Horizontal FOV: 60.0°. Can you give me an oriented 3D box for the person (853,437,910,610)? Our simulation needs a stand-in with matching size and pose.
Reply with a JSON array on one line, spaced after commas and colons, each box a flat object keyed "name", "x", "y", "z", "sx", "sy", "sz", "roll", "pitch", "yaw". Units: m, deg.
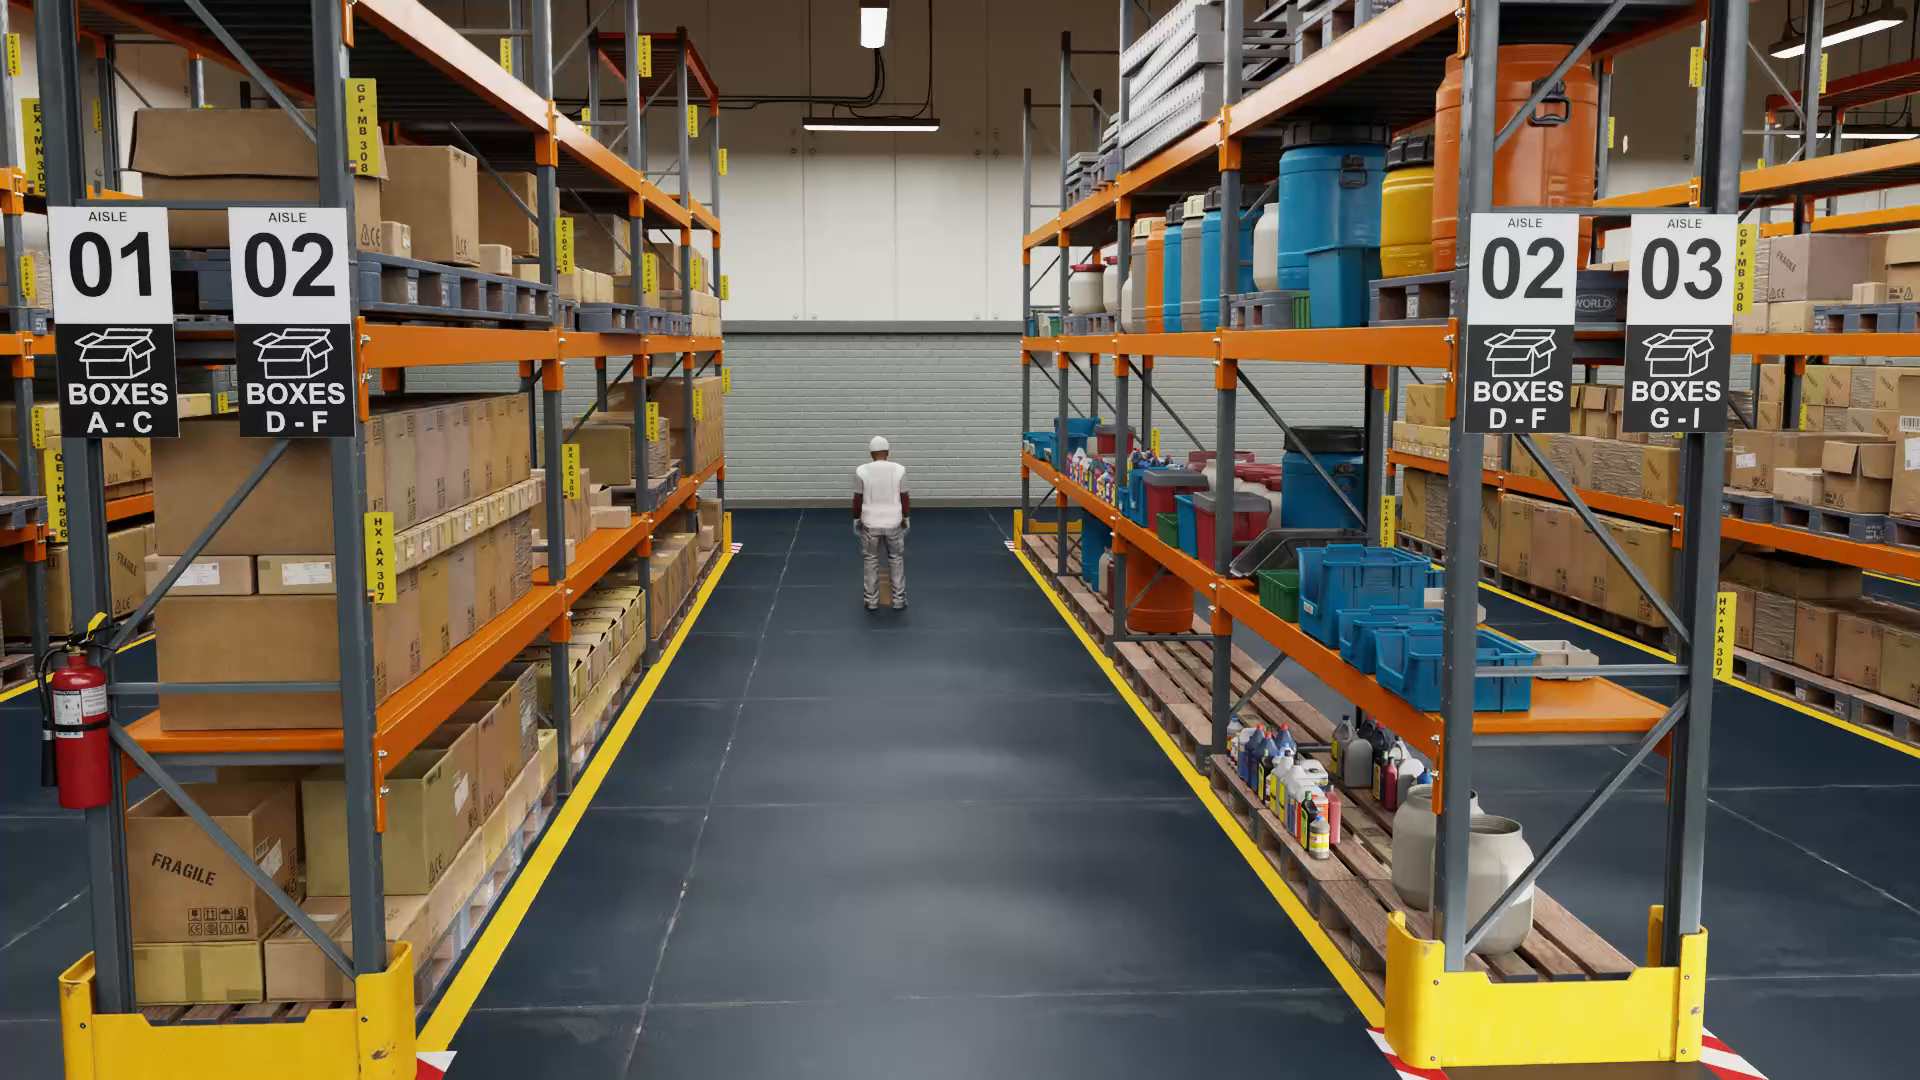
[{"name": "person", "x": -0.812, "y": -0.176, "z": 17.176, "sx": 0.595, "sy": 1.775, "sz": 0.440, "roll": -1, "pitch": 7, "yaw": -6}]
